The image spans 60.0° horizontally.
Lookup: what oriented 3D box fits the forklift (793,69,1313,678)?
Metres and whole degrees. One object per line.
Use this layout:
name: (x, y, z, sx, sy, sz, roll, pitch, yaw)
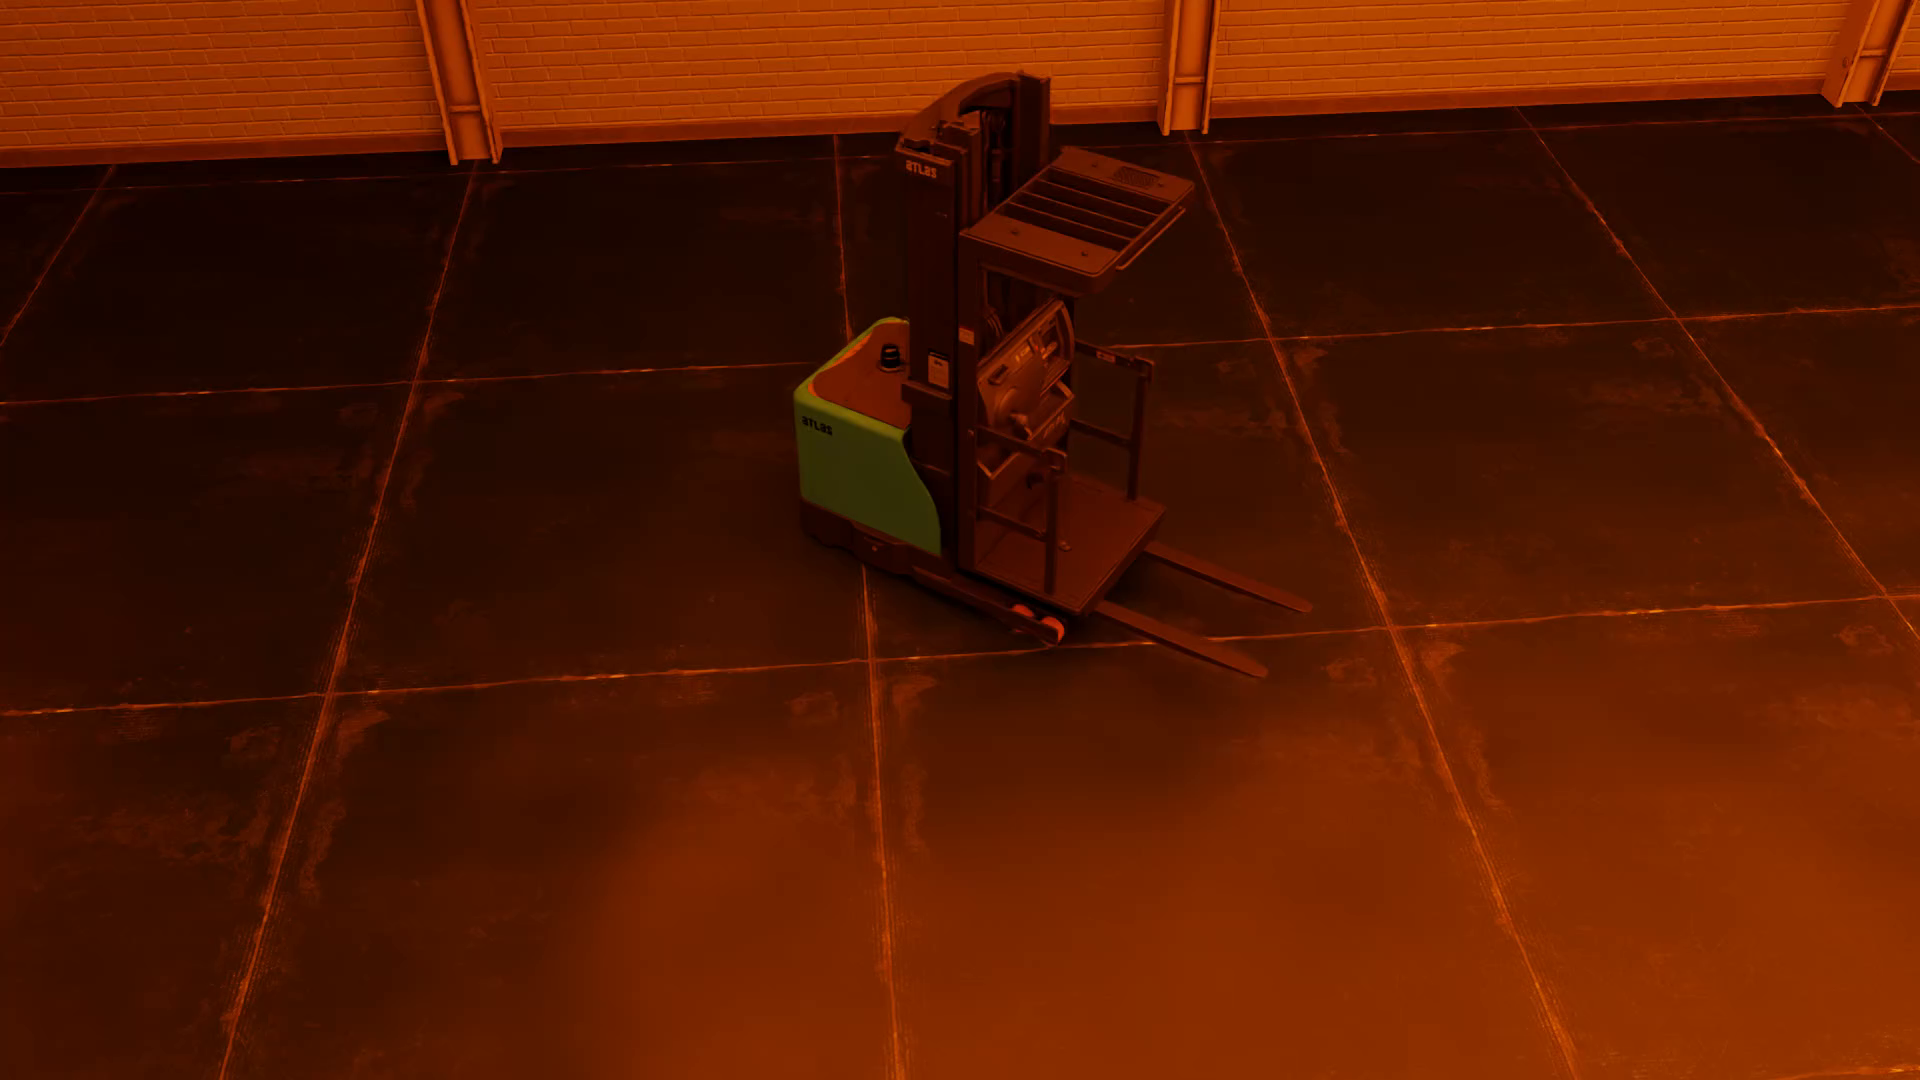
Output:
forklift: (0.539, -0.908, 9.000, 3.031, 2.935, 1.130, 22, 45, 24)
